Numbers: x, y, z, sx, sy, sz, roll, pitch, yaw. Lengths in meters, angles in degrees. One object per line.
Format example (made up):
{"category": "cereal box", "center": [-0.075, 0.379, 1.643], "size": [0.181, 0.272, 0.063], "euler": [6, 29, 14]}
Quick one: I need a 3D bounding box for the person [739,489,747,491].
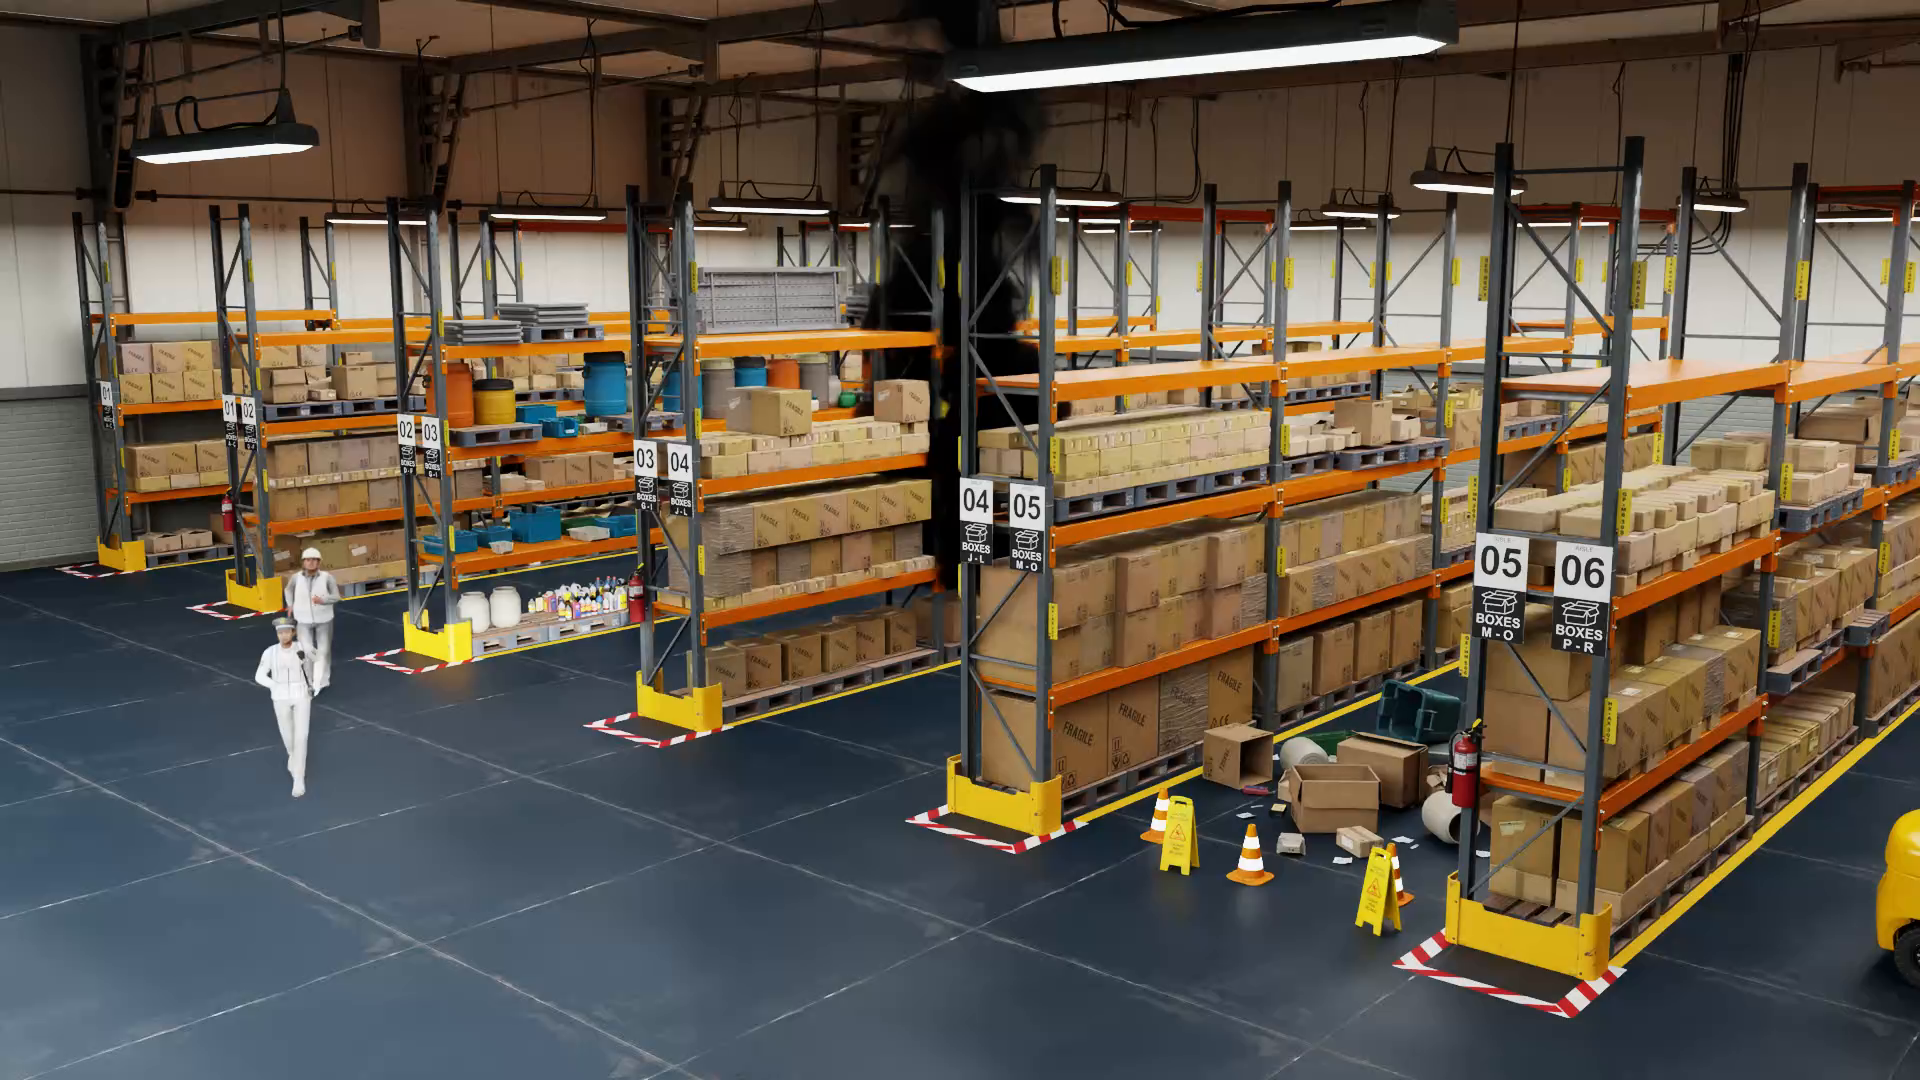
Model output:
{"category": "person", "center": [-3.933, -0.763, 28.903], "size": [0.694, 1.821, 0.671], "euler": [6, 11, 32]}

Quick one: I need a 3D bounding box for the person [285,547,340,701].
{"category": "person", "center": [-7.758, 0.998, 19.971], "size": [0.624, 1.830, 0.752], "euler": [-3, 10, -20]}

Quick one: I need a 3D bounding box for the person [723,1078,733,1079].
{"category": "person", "center": [-1.012, 3.158, 7.345], "size": [0.587, 1.663, 0.769], "euler": [0, 9, -2]}

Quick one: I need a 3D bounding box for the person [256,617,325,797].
{"category": "person", "center": [-6.656, 1.602, 16.558], "size": [0.622, 1.725, 0.892], "euler": [-2, 10, -14]}
